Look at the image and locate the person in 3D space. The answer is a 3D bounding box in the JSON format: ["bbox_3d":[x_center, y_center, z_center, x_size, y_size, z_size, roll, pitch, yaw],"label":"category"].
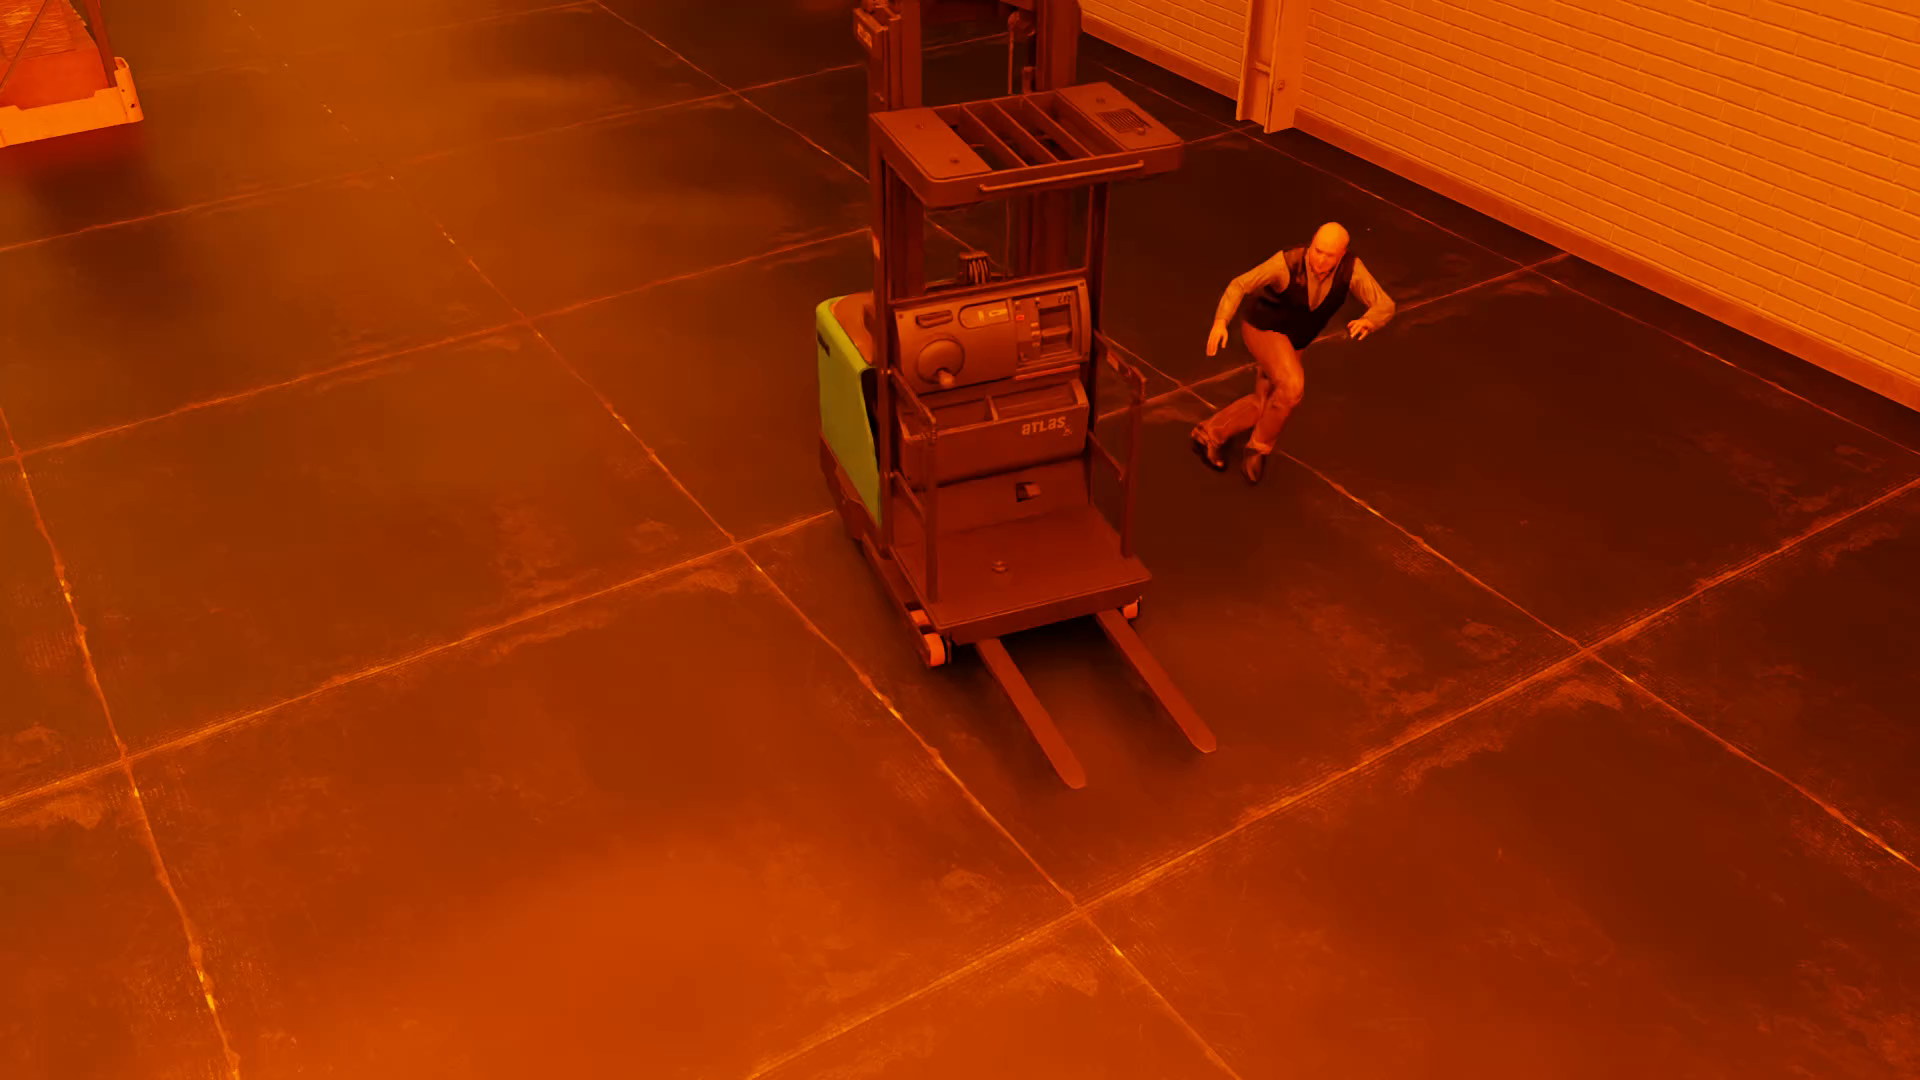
[{"bbox_3d":[1.734,-0.991,8.821,0.960,1.492,0.876,-12,37,-16],"label":"person"}]

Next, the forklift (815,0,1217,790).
[{"bbox_3d":[0.236,-0.871,7.387,1.130,2.935,3.031,-12,37,-17],"label":"forklift"}]
